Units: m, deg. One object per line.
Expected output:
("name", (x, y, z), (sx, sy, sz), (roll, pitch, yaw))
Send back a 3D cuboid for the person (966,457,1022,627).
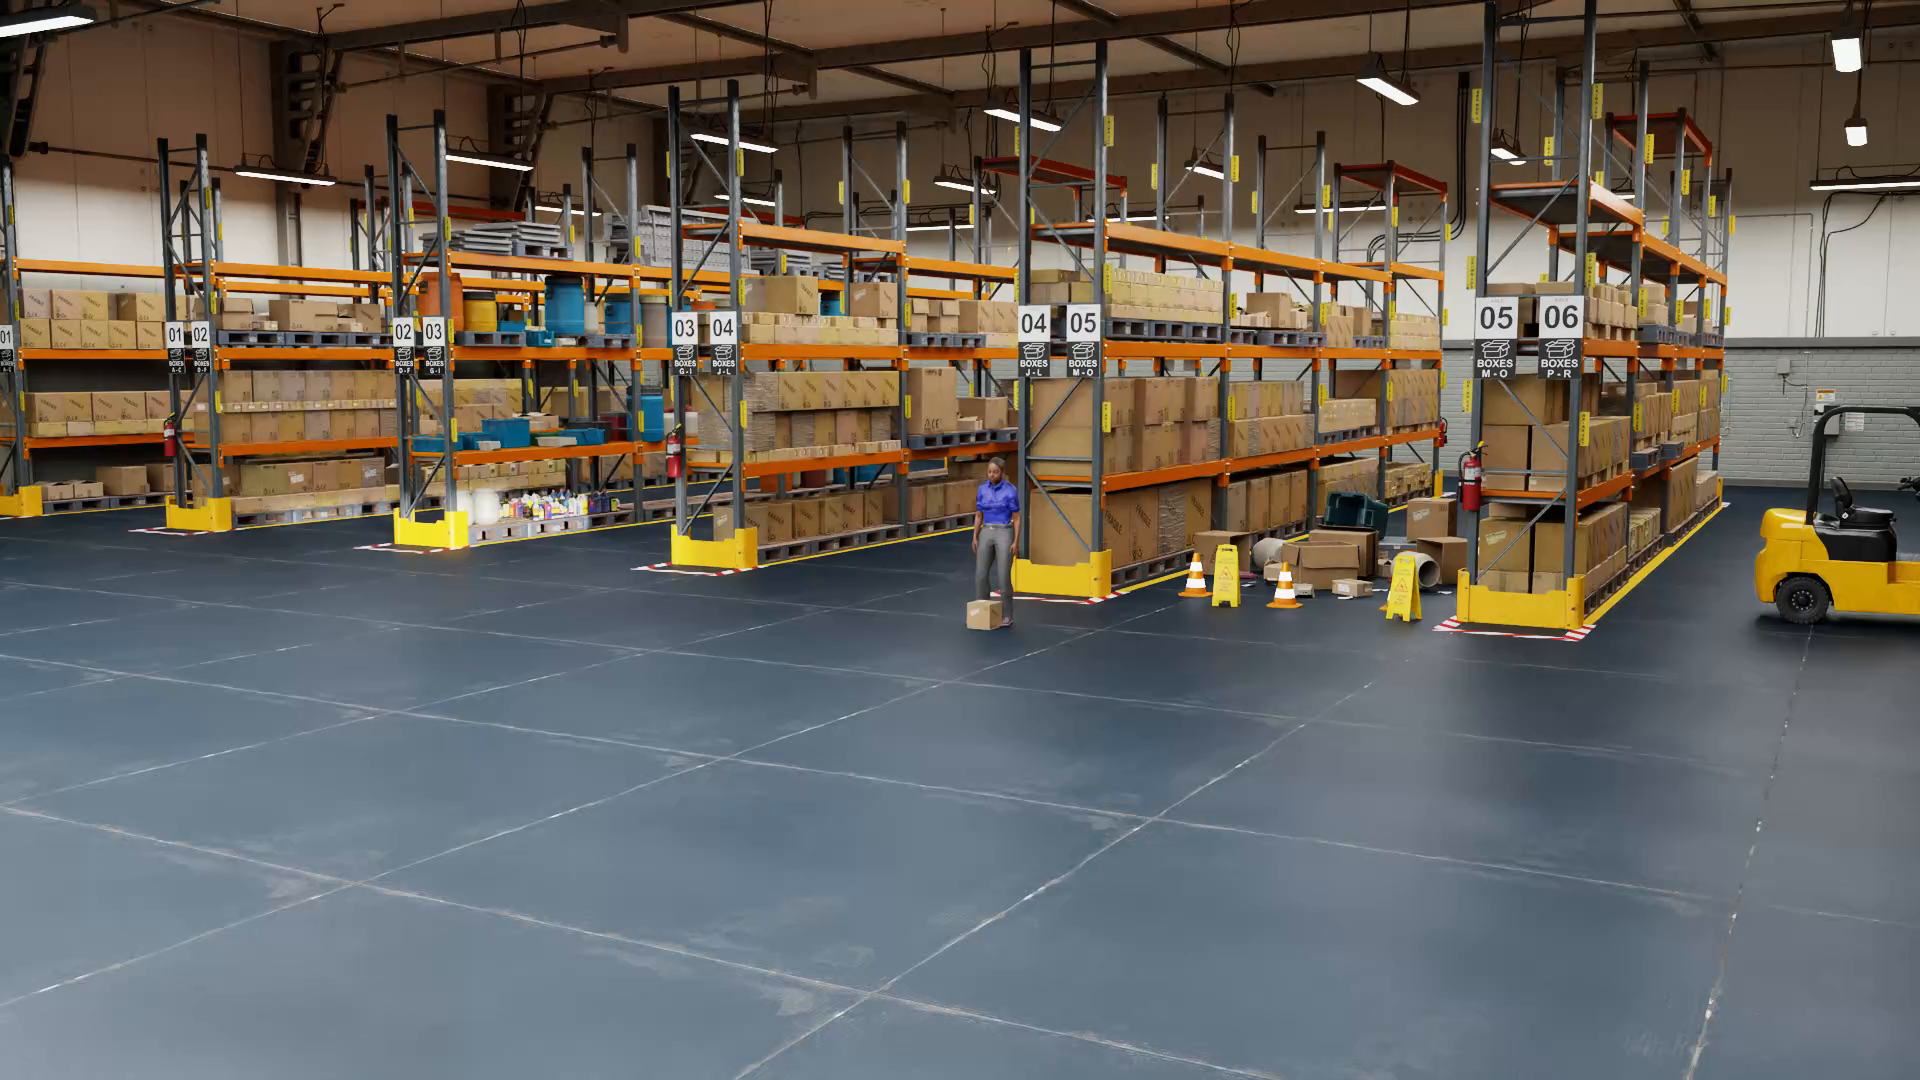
("person", (0.343, 0.009, 16.310), (0.525, 1.653, 0.349), (3, 7, 25))
